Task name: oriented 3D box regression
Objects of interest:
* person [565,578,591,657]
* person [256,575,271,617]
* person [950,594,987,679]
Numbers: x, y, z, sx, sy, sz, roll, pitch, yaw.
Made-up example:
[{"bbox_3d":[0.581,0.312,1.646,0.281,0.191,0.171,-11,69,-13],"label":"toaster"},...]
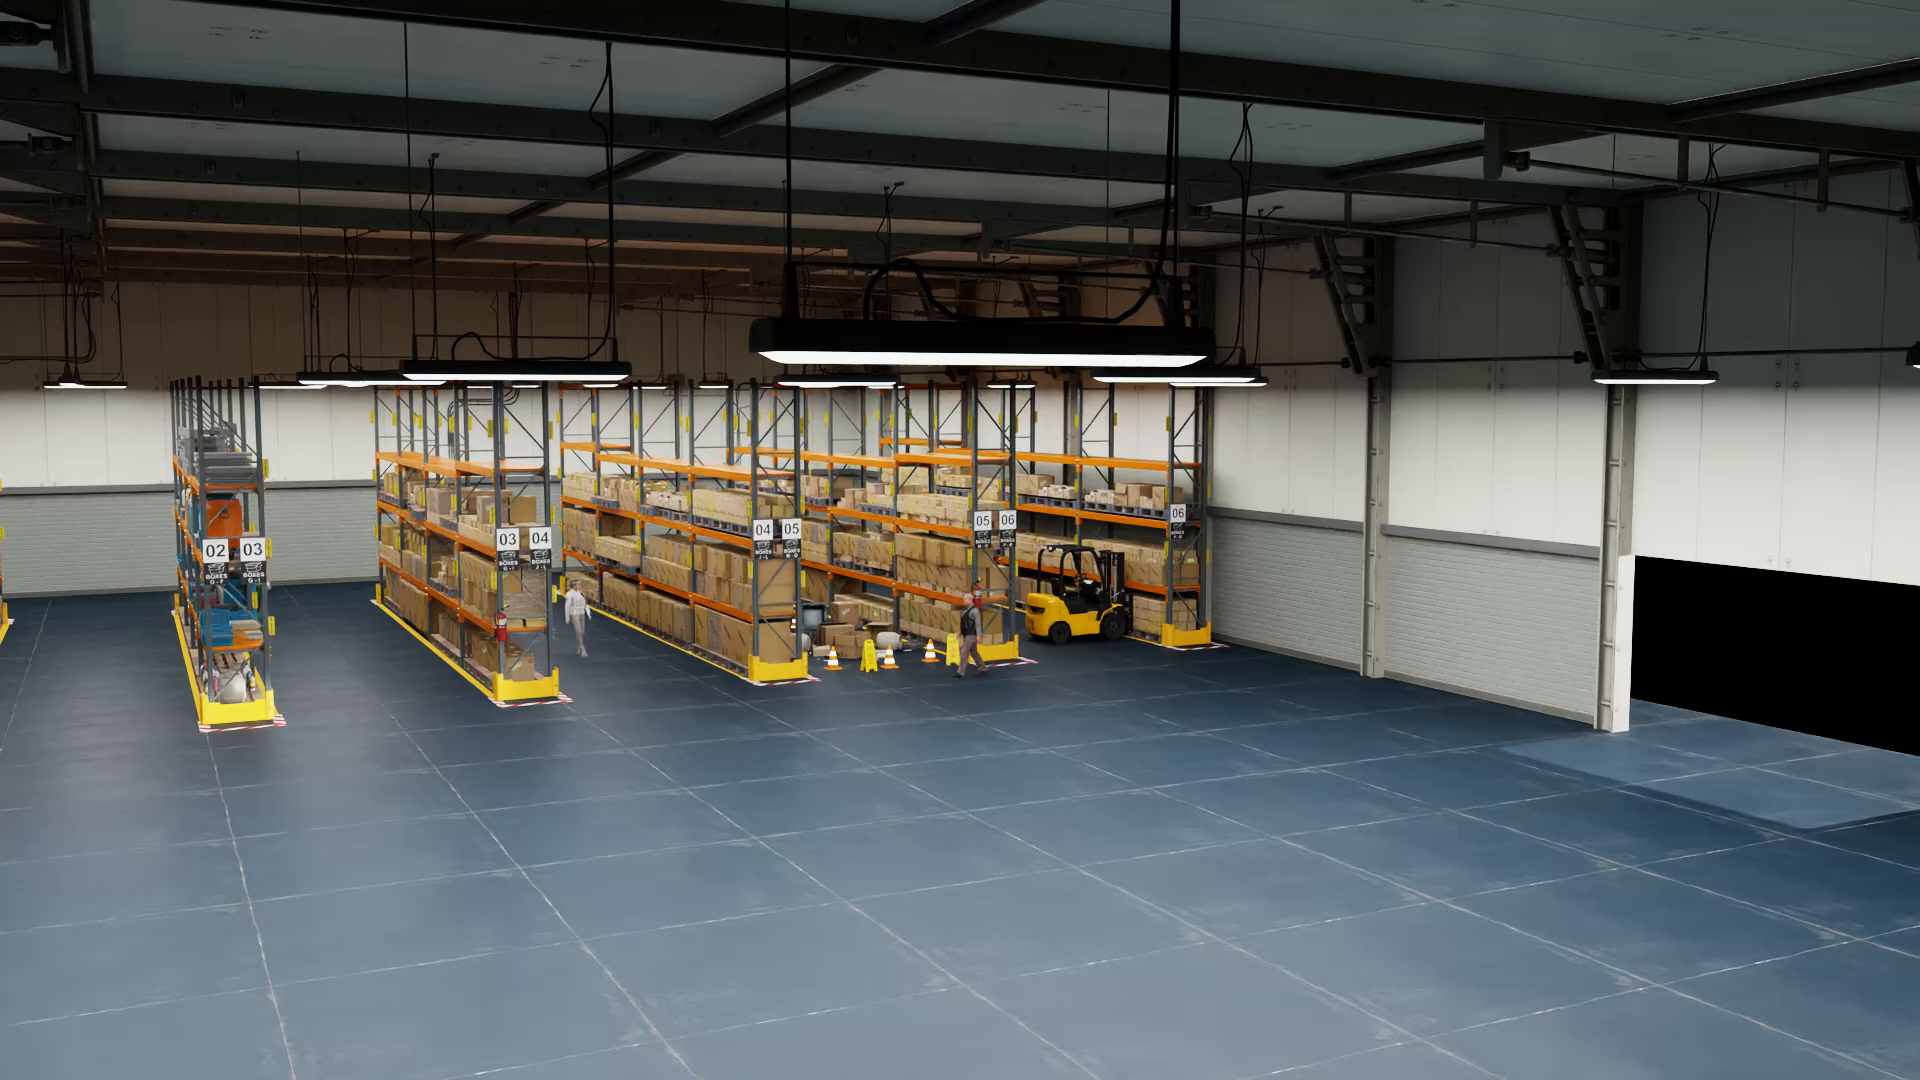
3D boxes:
[{"bbox_3d":[-8.259,1.679,36.286,0.709,1.664,0.511,4,6,37],"label":"person"},{"bbox_3d":[-17.651,1.127,41.666,0.689,1.738,1.025,-4,6,-35],"label":"person"},{"bbox_3d":[0.151,1.917,33.340,0.899,1.696,0.537,-2,5,-18],"label":"person"}]
